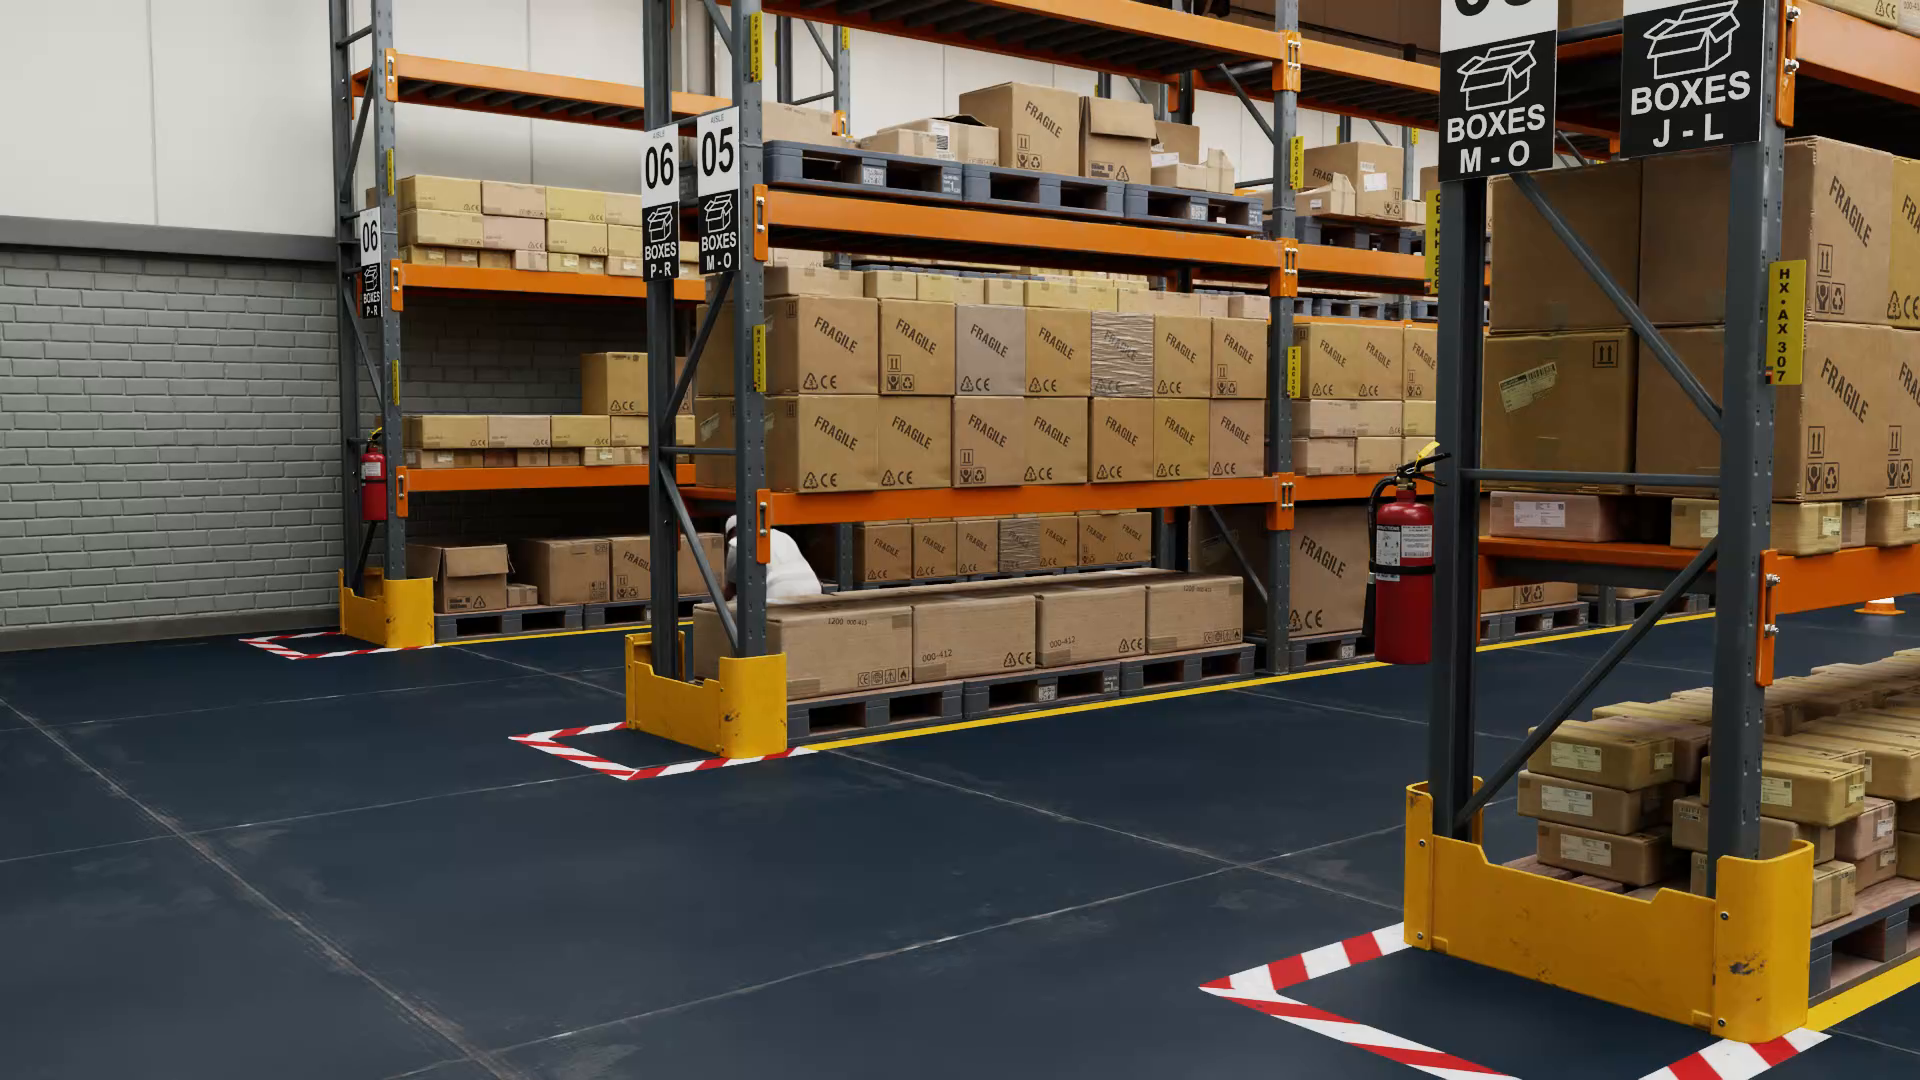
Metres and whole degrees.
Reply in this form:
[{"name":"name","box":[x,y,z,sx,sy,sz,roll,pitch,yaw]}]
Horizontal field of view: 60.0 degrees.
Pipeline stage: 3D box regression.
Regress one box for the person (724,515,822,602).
[{"name":"person","box":[-1.396,0.308,11.934,0.560,1.011,0.891,-4,5,-40]}]
